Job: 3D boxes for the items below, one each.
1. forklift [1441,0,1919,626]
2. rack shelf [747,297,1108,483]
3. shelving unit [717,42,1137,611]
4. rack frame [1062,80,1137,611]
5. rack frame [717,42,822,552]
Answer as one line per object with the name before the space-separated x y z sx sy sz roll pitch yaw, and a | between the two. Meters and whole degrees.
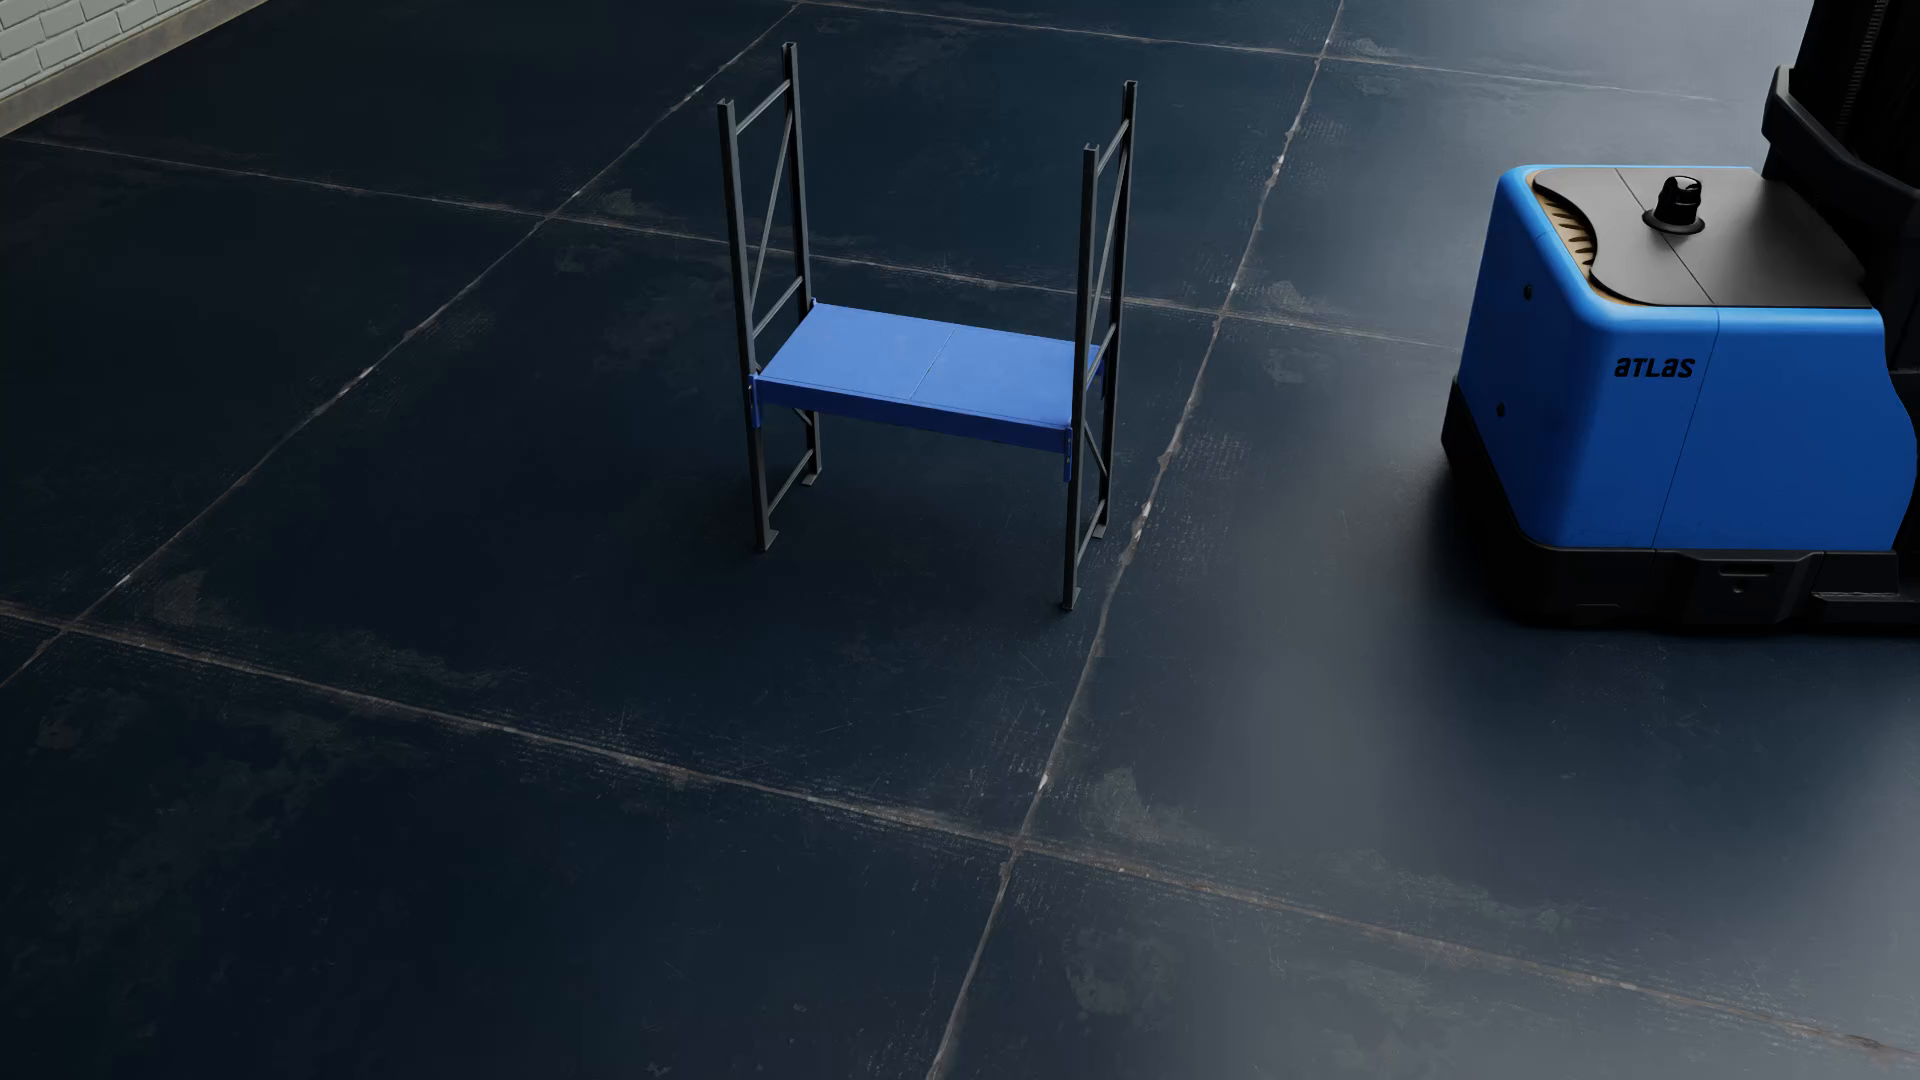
forklift | 3.172 -1.195 4.565 3.031 2.935 1.130 1 36 1
rack shelf | -0.081 -0.474 5.096 1.000 0.185 0.538 10 38 14
shelving unit | -0.081 -0.619 4.989 1.048 1.500 0.538 10 38 14
rack frame | 0.404 -0.529 4.867 0.032 1.500 0.500 10 38 14
rack frame | -0.567 -0.709 5.111 0.032 1.500 0.500 10 38 14
